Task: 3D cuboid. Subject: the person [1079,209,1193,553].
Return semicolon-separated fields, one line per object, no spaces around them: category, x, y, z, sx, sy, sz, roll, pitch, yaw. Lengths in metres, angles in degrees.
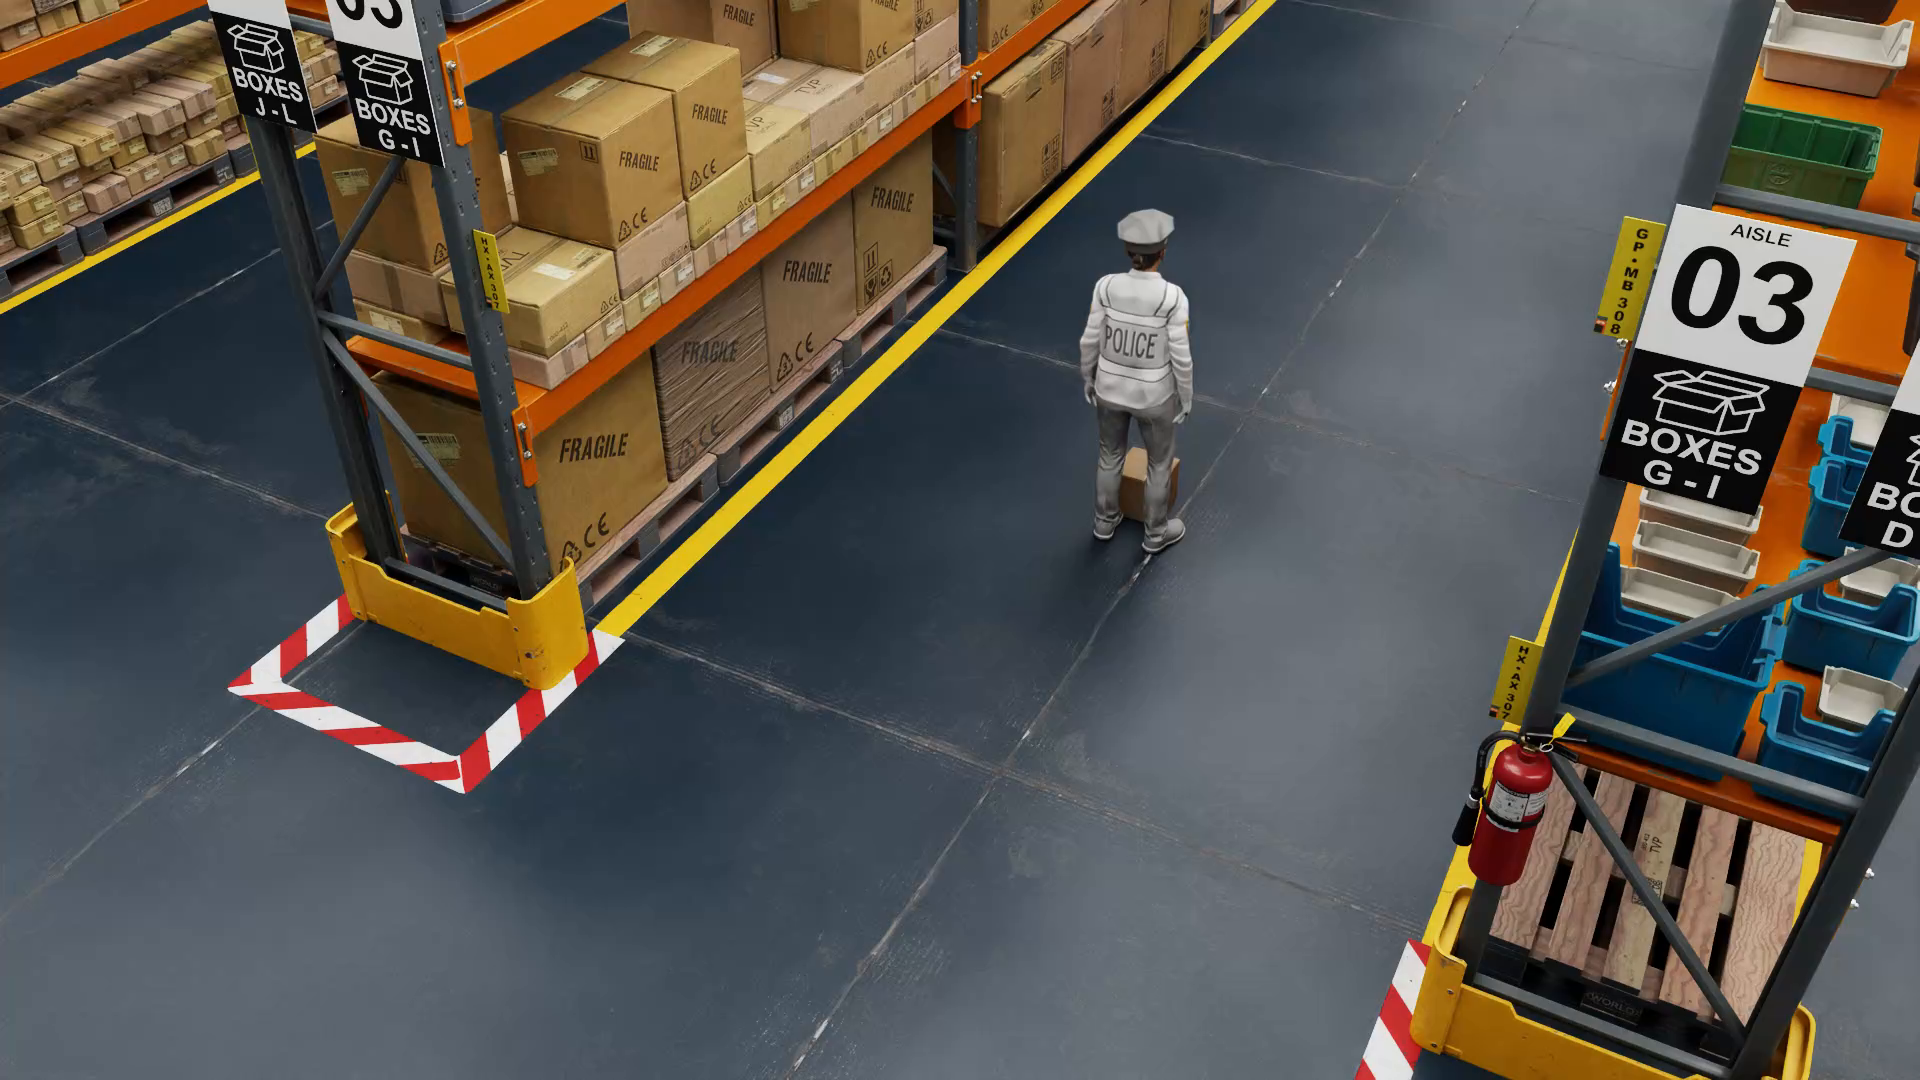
person;0.808;-0.686;7.618;0.539;1.661;0.374;15;41;19
